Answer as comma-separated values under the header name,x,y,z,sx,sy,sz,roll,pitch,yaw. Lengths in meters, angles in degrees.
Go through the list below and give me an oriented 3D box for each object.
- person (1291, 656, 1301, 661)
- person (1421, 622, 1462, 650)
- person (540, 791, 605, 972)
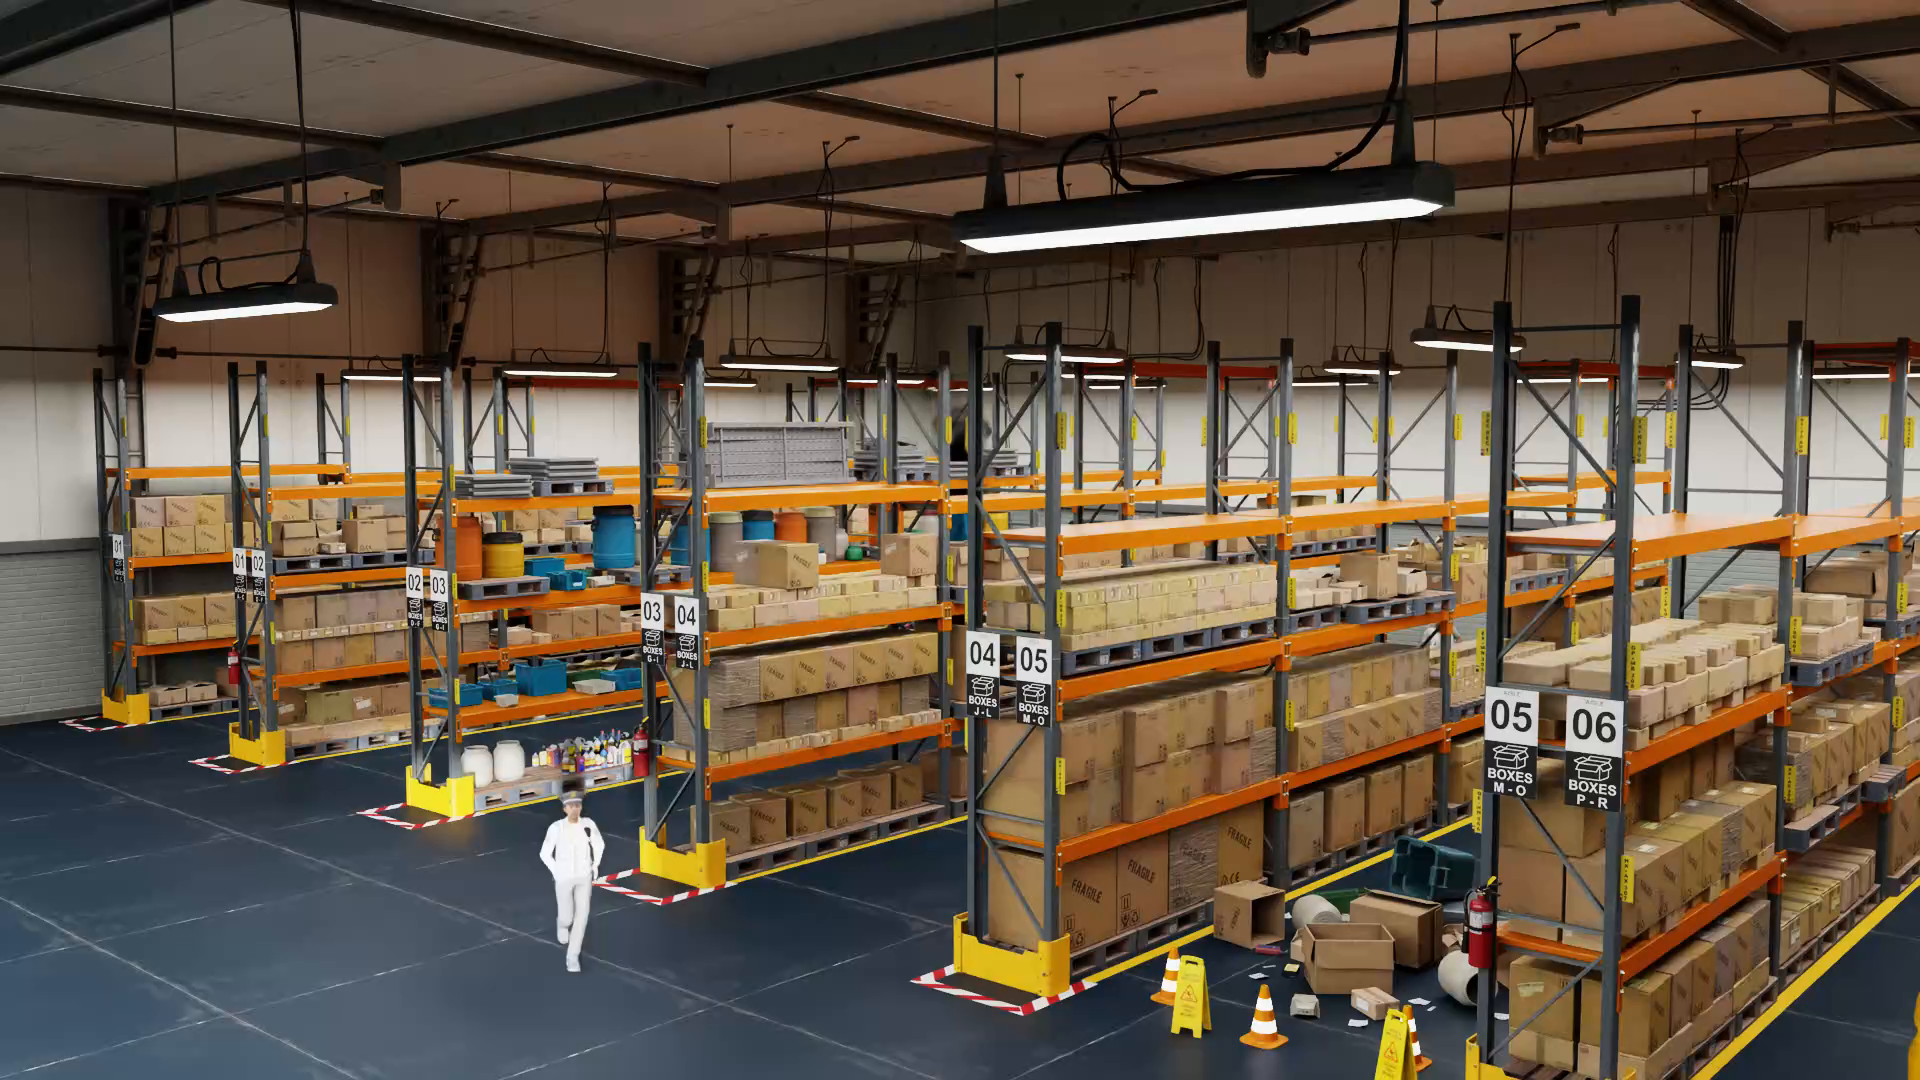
name,x,y,z,sx,sy,sz,roll,pitch,yaw
person,4.871,2.550,24.272,0.559,1.715,0.677,3,5,36
person,8.515,2.148,29.285,0.773,1.791,0.808,2,5,22
person,-3.648,3.181,15.732,0.612,1.656,0.701,-2,5,-22
